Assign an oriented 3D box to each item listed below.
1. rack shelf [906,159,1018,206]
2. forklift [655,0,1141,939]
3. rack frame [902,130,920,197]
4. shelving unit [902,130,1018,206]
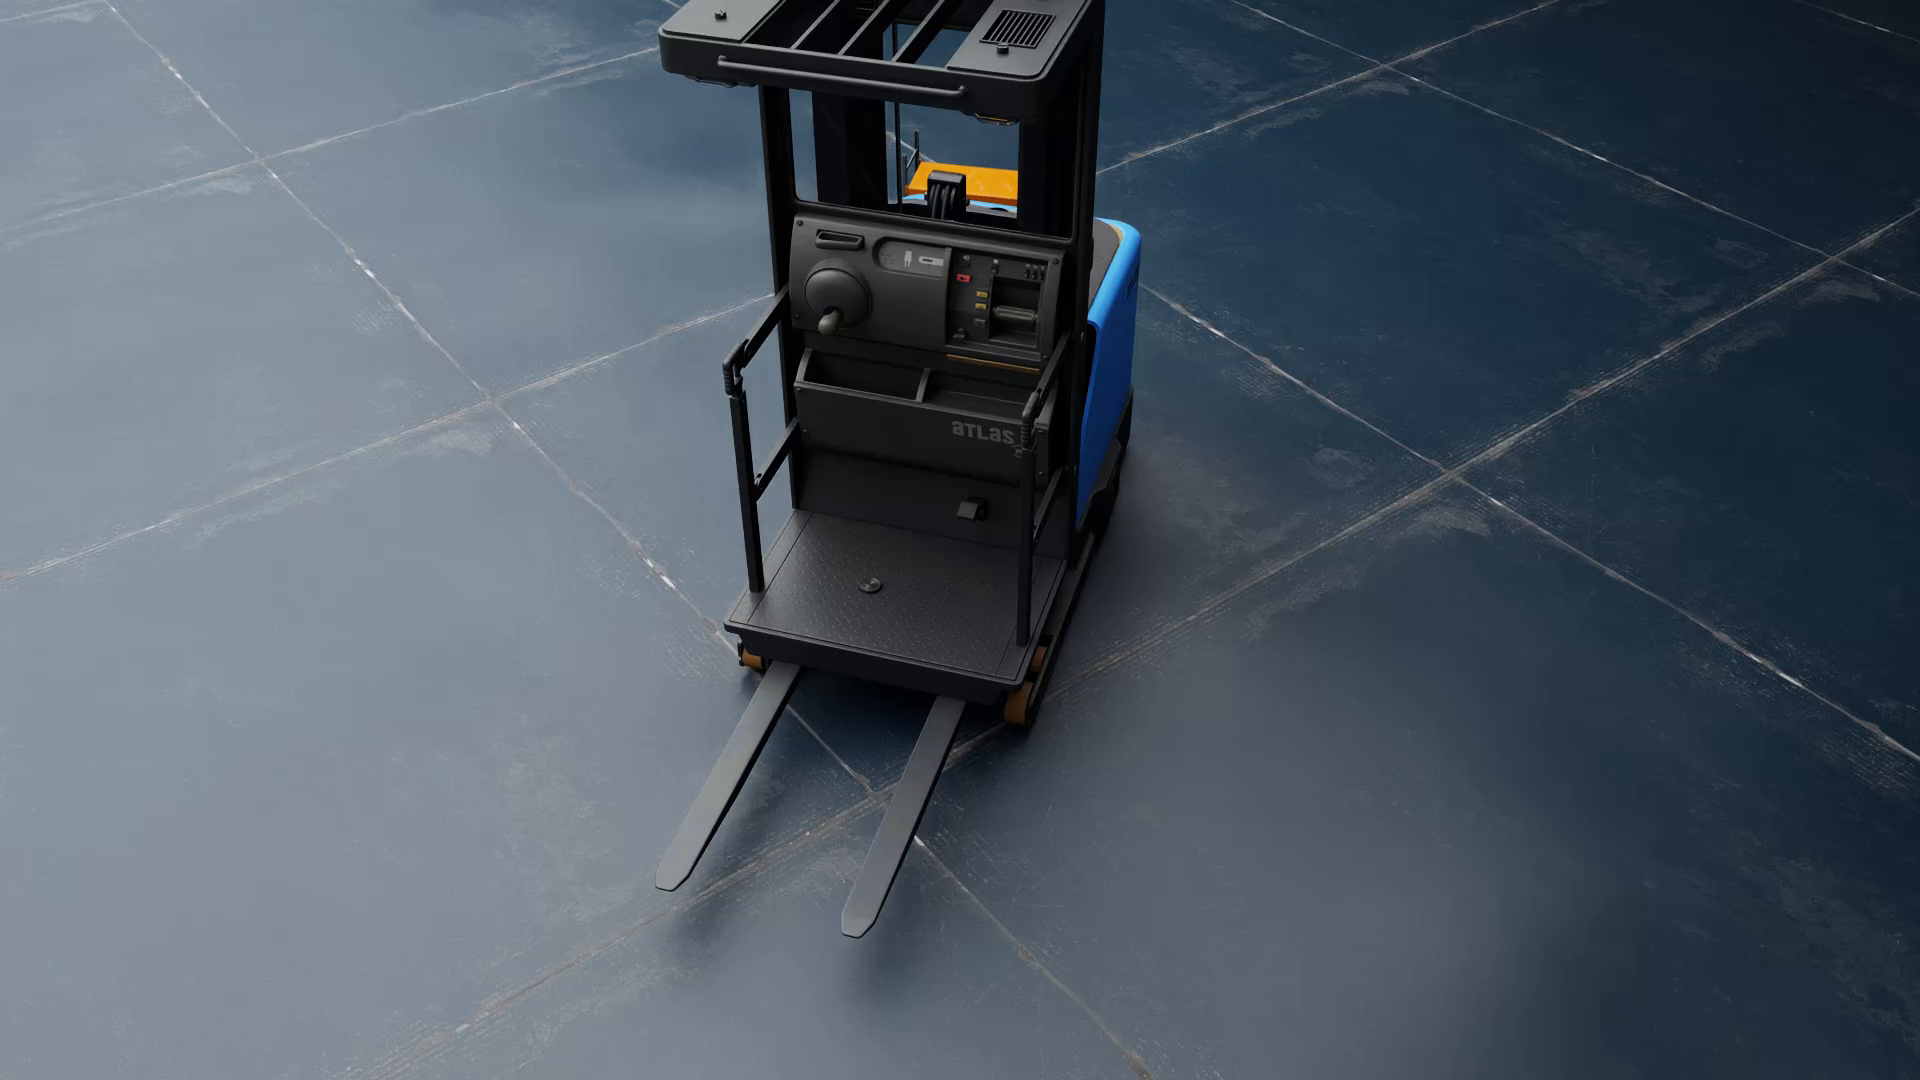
[{"bbox_3d":[0.036,-1.447,6.949,0.480,0.148,0.258,8,40,9],"label":"rack shelf"},{"bbox_3d":[-0.180,-0.755,5.359,1.130,2.935,3.031,11,41,13],"label":"forklift"},{"bbox_3d":[-0.203,-1.176,7.237,0.015,1.200,0.240,8,40,9],"label":"rack frame"},{"bbox_3d":[0.036,-1.144,7.198,0.503,1.200,0.258,8,40,9],"label":"shelving unit"}]
